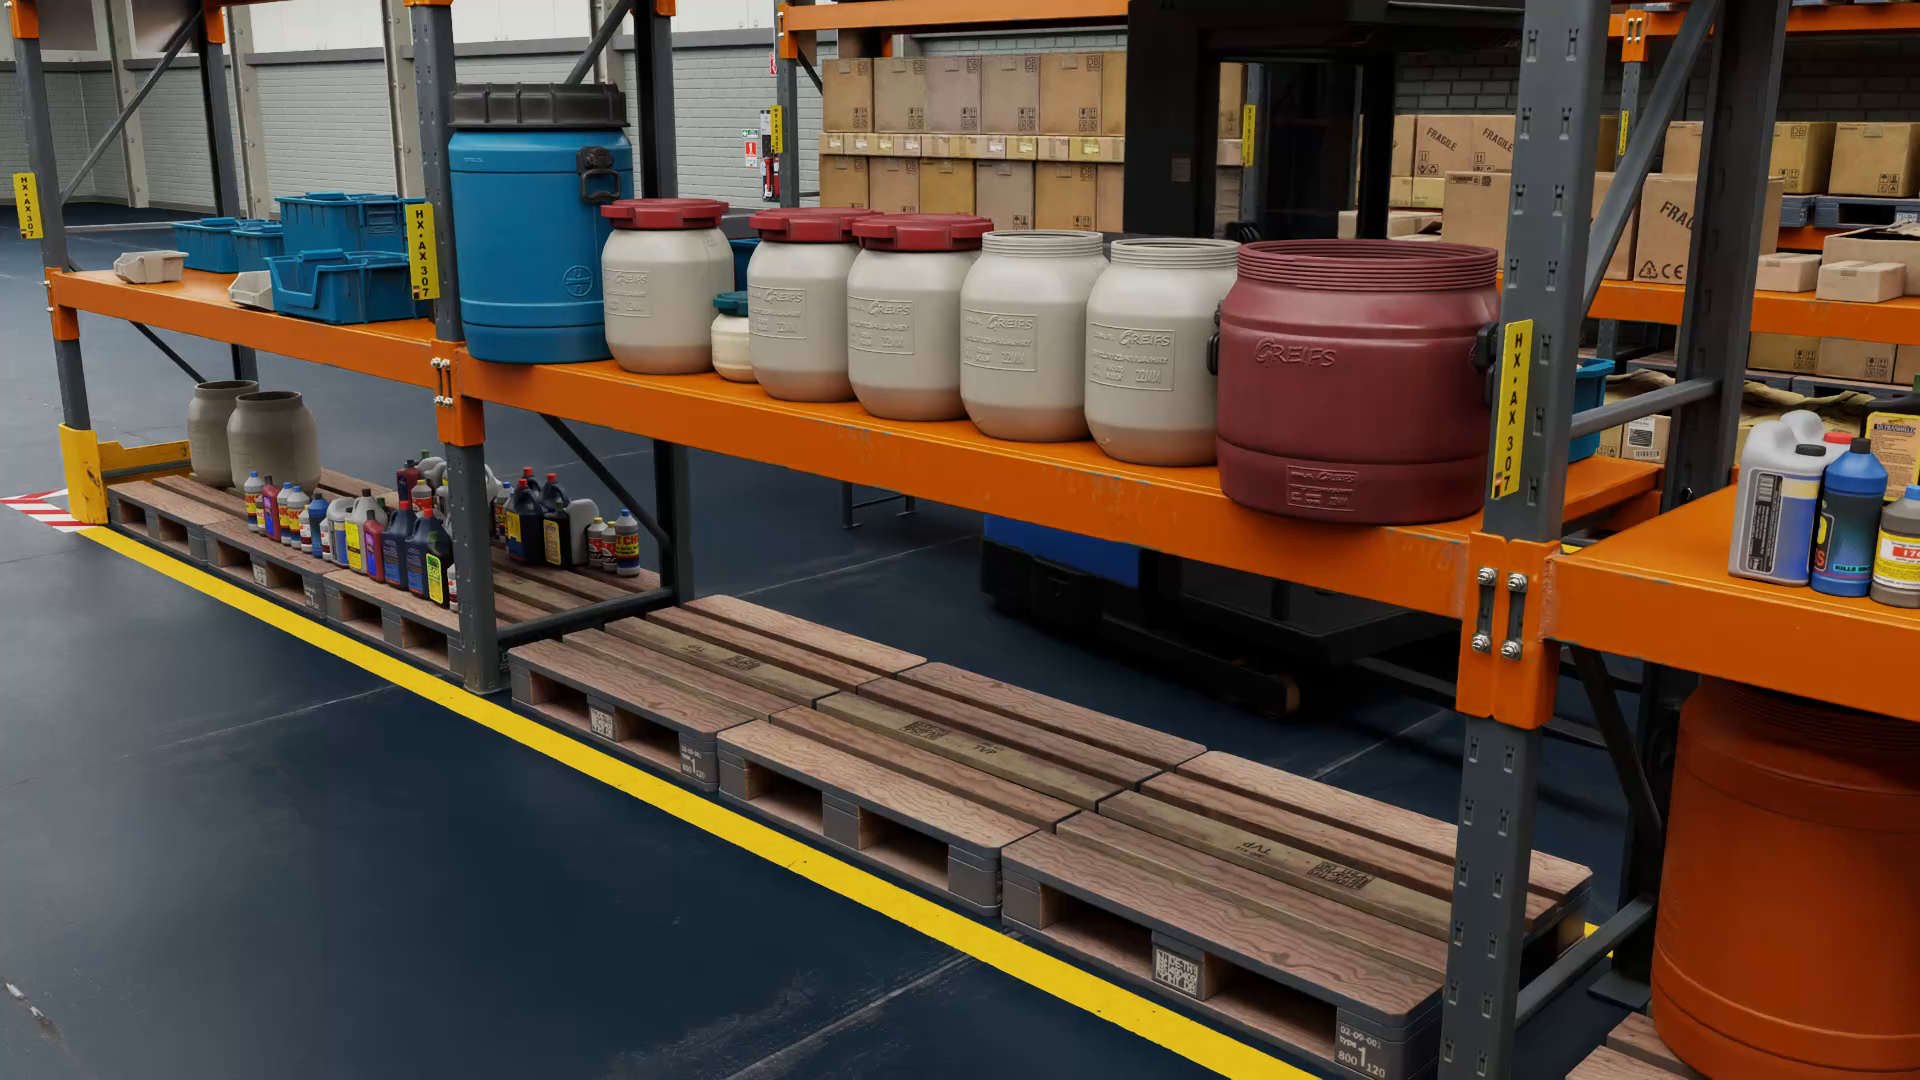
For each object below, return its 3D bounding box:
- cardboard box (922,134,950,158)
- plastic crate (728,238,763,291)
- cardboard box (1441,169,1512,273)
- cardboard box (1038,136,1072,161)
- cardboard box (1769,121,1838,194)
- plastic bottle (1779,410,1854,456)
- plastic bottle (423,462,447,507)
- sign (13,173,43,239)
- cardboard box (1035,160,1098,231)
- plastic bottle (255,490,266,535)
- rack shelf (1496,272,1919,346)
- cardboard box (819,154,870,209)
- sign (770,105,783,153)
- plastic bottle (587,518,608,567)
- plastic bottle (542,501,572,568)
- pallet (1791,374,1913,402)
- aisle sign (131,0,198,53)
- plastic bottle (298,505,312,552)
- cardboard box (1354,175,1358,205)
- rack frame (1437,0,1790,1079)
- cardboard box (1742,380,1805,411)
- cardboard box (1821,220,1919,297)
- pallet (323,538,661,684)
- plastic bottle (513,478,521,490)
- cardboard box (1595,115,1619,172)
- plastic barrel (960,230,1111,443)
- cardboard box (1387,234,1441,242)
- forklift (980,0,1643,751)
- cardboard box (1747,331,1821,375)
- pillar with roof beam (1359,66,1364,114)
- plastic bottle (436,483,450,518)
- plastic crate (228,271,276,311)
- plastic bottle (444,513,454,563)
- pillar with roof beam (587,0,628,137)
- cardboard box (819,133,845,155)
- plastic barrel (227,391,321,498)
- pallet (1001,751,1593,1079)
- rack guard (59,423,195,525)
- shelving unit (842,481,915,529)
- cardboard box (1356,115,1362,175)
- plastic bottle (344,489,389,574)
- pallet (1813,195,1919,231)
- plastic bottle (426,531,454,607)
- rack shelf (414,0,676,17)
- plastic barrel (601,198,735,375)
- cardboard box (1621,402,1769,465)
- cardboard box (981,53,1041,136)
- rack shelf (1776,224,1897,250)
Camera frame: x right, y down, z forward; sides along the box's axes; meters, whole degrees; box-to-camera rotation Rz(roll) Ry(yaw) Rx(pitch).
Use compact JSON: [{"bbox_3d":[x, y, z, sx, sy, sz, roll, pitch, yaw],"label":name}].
[{"bbox_3d":[-0.038,-2.637,11.120,0.250,0.149,0.380,13,19,40],"label":"cardboard box"},{"bbox_3d":[-0.466,-0.821,5.664,0.575,0.384,0.392,14,20,42],"label":"plastic crate"},{"bbox_3d":[2.885,-1.682,8.740,0.500,0.500,0.500,-13,19,-40],"label":"cardboard box"},{"bbox_3d":[0.707,-2.457,10.427,0.380,0.149,0.250,-14,20,-43],"label":"cardboard box"},{"bbox_3d":[6.140,-2.830,12.273,0.700,0.500,0.500,-12,19,-39],"label":"cardboard box"},{"bbox_3d":[1.596,-0.098,3.105,0.135,0.276,0.152,14,20,42],"label":"plastic bottle"},{"bbox_3d":[-2.467,-0.245,7.951,0.135,0.276,0.152,13,19,41],"label":"plastic bottle"},{"bbox_3d":[-4.741,-1.700,8.457,0.005,0.325,0.100,14,20,42],"label":"sign"},{"bbox_3d":[0.898,-2.168,10.605,0.500,0.500,0.700,14,20,43],"label":"cardboard box"},{"bbox_3d":[-3.192,-0.132,7.666,0.097,0.201,0.097,0,15,0],"label":"plastic bottle"},{"bbox_3d":[3.404,-1.165,8.381,4.000,0.370,1.077,14,20,42],"label":"rack shelf"},{"bbox_3d":[-0.588,-2.528,11.986,0.500,0.500,0.700,14,20,42],"label":"cardboard box"},{"bbox_3d":[-1.304,-2.921,11.819,0.005,0.325,0.100,14,20,42],"label":"sign"},{"bbox_3d":[-1.548,0.005,7.139,0.097,0.201,0.097,0,15,0],"label":"plastic bottle"},{"bbox_3d":[-1.727,-0.031,7.116,0.133,0.283,0.061,14,20,42],"label":"plastic bottle"},{"bbox_3d":[6.844,-1.064,12.098,1.213,0.211,1.003,14,20,42],"label":"pallet"},{"bbox_3d":[-4.201,-2.989,8.800,0.004,0.787,0.394,14,20,42],"label":"aisle sign"},{"bbox_3d":[-2.877,-0.055,7.371,0.097,0.201,0.097,0,15,0],"label":"plastic bottle"},{"bbox_3d":[3.398,-3.079,14.556,0.500,0.250,0.500,13,20,41],"label":"cardboard box"},{"bbox_3d":[1.403,-0.265,3.499,0.127,3.000,1.000,14,20,42],"label":"rack frame"},{"bbox_3d":[3.921,-0.632,8.418,0.500,0.311,0.500,13,19,41],"label":"cardboard box"},{"bbox_3d":[4.335,-1.312,7.694,0.500,0.311,0.500,13,20,42],"label":"cardboard box"},{"bbox_3d":[-1.931,0.259,7.018,1.213,0.211,1.003,14,20,42],"label":"pallet"},{"bbox_3d":[-1.995,-0.149,7.571,0.061,0.283,0.133,-13,20,-42],"label":"plastic bottle"},{"bbox_3d":[4.845,-3.090,13.111,0.500,0.500,0.500,14,20,42],"label":"cardboard box"},{"bbox_3d":[0.211,-0.534,4.310,0.421,0.512,0.421,0,15,0],"label":"plastic barrel"},{"bbox_3d":[2.461,-1.550,8.928,0.250,0.149,0.380,14,20,42],"label":"cardboard box"},{"bbox_3d":[1.373,-0.915,6.131,1.130,2.935,3.031,-11,18,-35],"label":"forklift"},{"bbox_3d":[6.349,-1.559,12.552,0.500,0.500,0.700,13,20,41],"label":"cardboard box"},{"bbox_3d":[0.637,-5.619,12.151,0.400,9.000,9.100,14,20,42],"label":"pillar with roof beam"},{"bbox_3d":[-2.296,-0.152,7.597,0.135,0.276,0.152,14,20,42],"label":"plastic bottle"},{"bbox_3d":[-2.821,-1.075,7.133,0.437,0.136,0.530,14,20,42],"label":"plastic crate"},{"bbox_3d":[-2.040,0.018,6.797,0.185,0.351,0.144,14,20,42],"label":"plastic bottle"},{"bbox_3d":[-8.001,-7.719,20.211,0.400,9.000,9.100,14,20,42],"label":"pillar with roof beam"},{"bbox_3d":[-0.782,-2.818,11.813,0.250,0.149,0.380,13,20,42],"label":"cardboard box"},{"bbox_3d":[-3.468,-0.475,8.408,0.421,0.512,0.421,0,15,0],"label":"plastic barrel"},{"bbox_3d":[0.873,0.942,4.398,1.213,0.211,1.003,14,20,42],"label":"pallet"},{"bbox_3d":[-4.268,-0.451,9.170,0.348,0.500,1.175,14,20,42],"label":"rack guard"},{"bbox_3d":[-0.061,-0.741,8.300,1.048,1.500,0.538,14,20,42],"label":"shelving unit"},{"bbox_3d":[3.372,-3.445,14.476,0.500,0.500,0.500,13,19,40],"label":"cardboard box"},{"bbox_3d":[-2.510,-0.046,7.042,0.185,0.351,0.144,14,20,42],"label":"plastic bottle"},{"bbox_3d":[6.826,-2.309,11.726,1.213,0.211,1.003,14,20,42],"label":"pallet"},{"bbox_3d":[-2.051,0.112,6.566,0.061,0.283,0.133,-13,20,-41],"label":"plastic bottle"},{"bbox_3d":[-0.036,-1.718,4.555,4.000,0.370,1.077,14,20,42],"label":"rack shelf"},{"bbox_3d":[-0.940,-0.823,5.373,0.433,0.535,0.433,0,15,0],"label":"plastic barrel"},{"bbox_3d":[3.556,-0.533,8.036,0.500,0.311,0.500,13,20,42],"label":"cardboard box"},{"bbox_3d":[0.557,-2.879,10.763,0.500,0.500,0.700,14,20,42],"label":"cardboard box"},{"bbox_3d":[6.840,-2.065,11.835,4.000,0.370,1.077,14,20,42],"label":"rack shelf"}]
